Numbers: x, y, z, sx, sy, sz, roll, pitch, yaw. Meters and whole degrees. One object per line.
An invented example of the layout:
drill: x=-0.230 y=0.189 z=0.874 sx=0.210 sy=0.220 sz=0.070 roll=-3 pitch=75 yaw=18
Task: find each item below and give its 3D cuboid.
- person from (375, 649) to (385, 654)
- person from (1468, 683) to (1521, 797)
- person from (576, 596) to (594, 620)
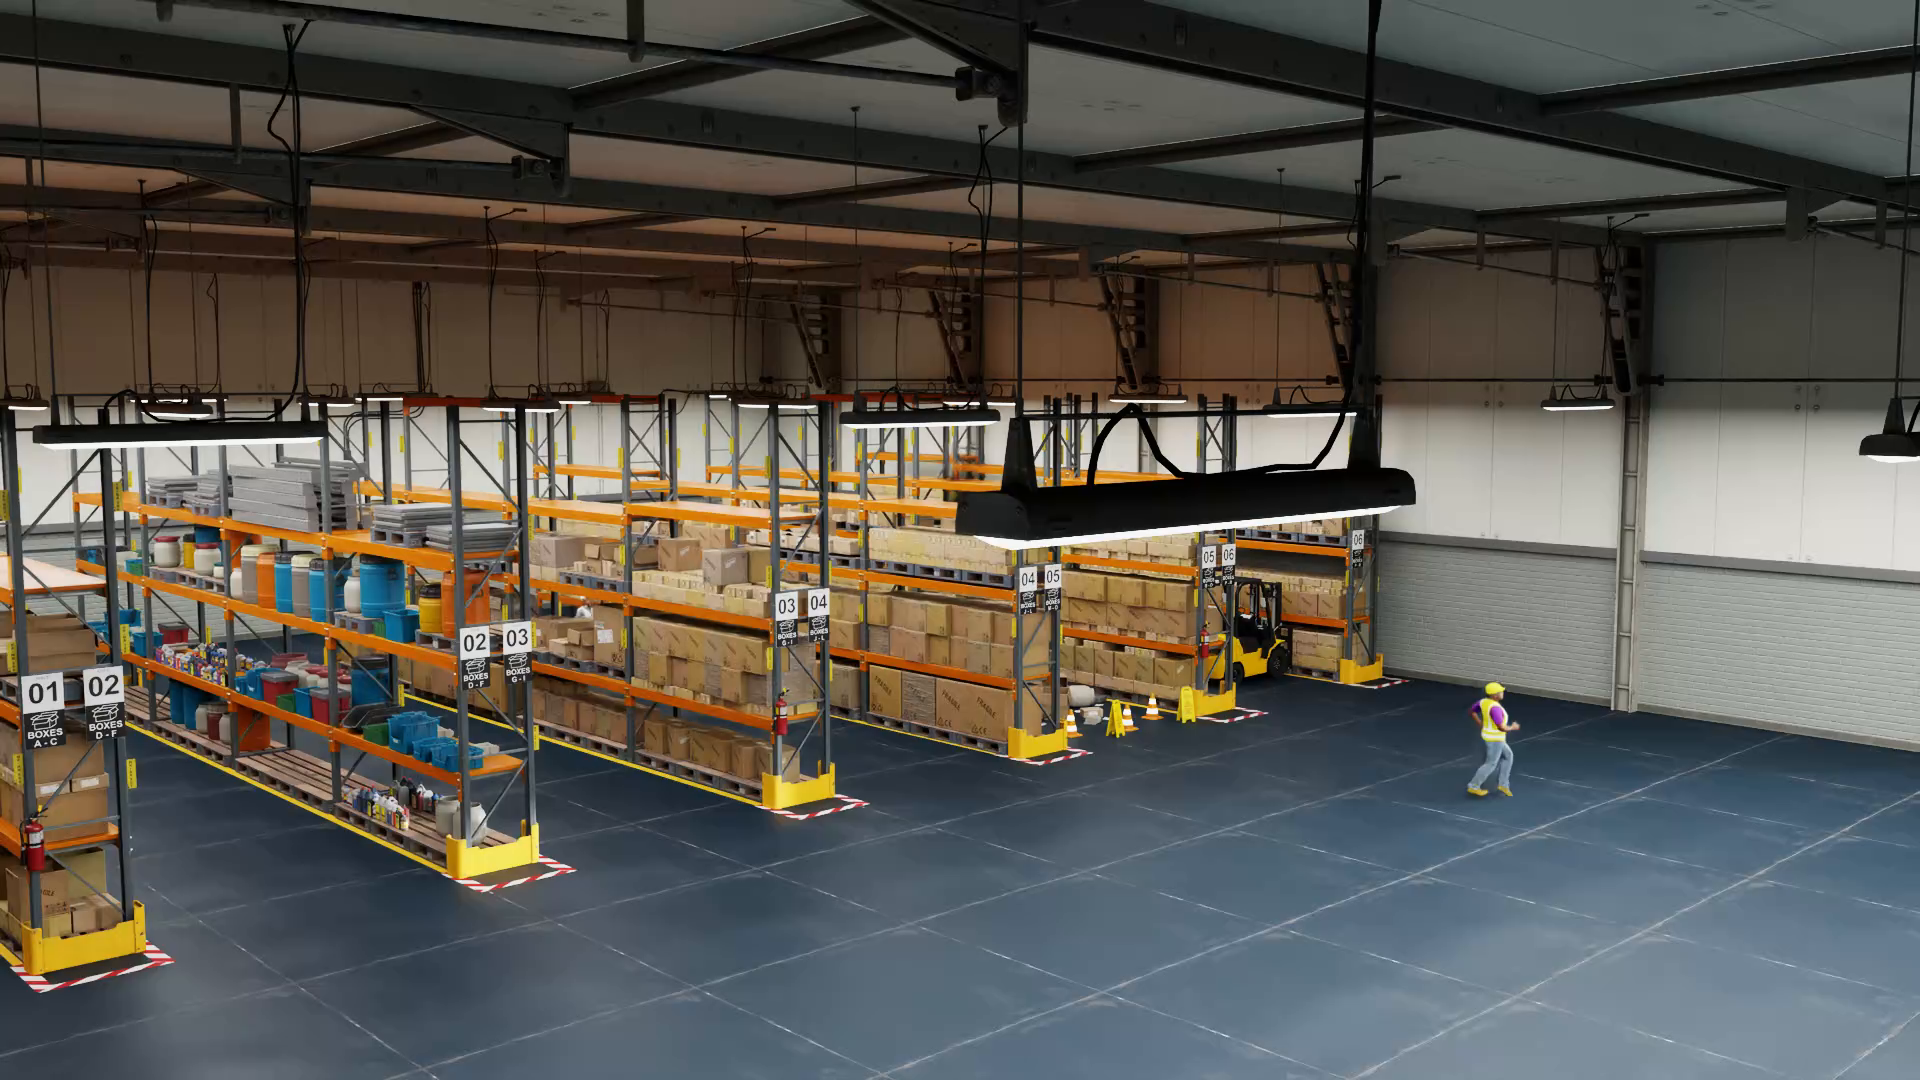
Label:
person: x=-10.338 y=2.638 z=29.736 sx=0.598 sy=1.627 sz=0.592 roll=4 pitch=7 yaw=34
person: x=8.074 y=3.043 z=25.181 sx=0.757 sy=1.802 sz=0.707 roll=0 pitch=6 yaw=3
person: x=-7.919 y=2.001 z=35.444 sx=0.955 sy=1.764 sz=0.660 roll=4 pitch=7 yaw=38
